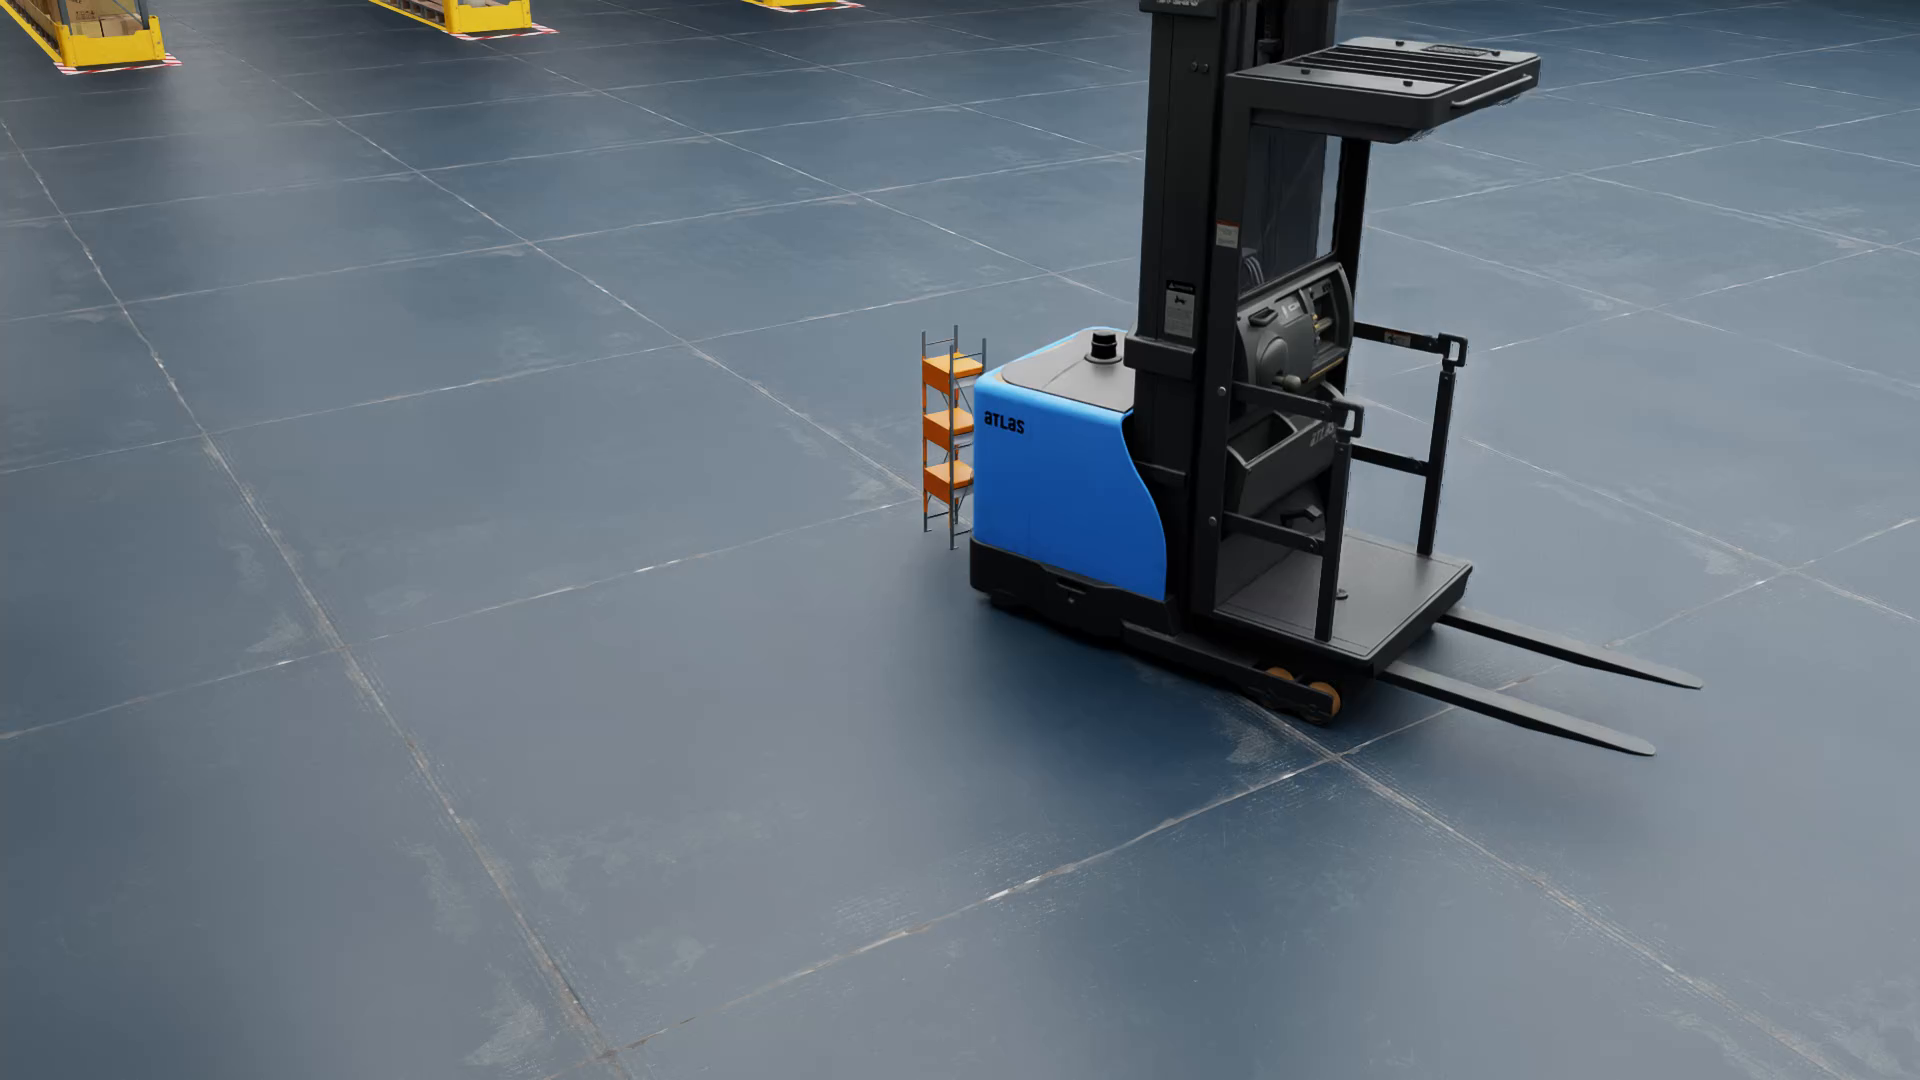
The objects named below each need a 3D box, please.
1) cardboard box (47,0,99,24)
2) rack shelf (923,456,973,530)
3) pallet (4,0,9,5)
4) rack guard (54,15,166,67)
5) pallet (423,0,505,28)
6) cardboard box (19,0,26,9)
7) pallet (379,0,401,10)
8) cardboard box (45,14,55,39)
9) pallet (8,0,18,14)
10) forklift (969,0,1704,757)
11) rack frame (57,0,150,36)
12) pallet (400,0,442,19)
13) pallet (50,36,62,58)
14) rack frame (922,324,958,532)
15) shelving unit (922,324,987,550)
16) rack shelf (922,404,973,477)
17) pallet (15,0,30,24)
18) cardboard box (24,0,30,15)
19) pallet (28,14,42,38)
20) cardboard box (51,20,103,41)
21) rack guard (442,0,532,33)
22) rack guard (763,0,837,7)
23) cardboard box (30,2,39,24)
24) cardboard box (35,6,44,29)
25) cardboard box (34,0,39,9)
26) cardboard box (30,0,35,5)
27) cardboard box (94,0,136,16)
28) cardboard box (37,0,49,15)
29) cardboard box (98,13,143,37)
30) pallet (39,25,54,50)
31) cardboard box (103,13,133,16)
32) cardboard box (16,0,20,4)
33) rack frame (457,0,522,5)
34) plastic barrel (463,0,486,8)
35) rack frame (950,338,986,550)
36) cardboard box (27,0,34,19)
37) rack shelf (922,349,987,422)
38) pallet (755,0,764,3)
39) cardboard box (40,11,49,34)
[{"bbox_3d":[-11.308,-6.867,21.133,0.500,0.500,0.500,-16,29,-30],"label":"cardboard box"},{"bbox_3d":[-0.029,-0.233,8.190,0.215,0.259,0.240,-16,29,-30],"label":"rack shelf"},{"bbox_3d":[-14.717,-8.756,26.550,1.003,0.211,1.213,-16,29,-30],"label":"pallet"},{"bbox_3d":[-10.753,-6.320,21.052,1.175,0.500,0.348,-16,29,-30],"label":"rack guard"},{"bbox_3d":[-7.134,-7.659,24.227,1.003,0.211,1.213,-16,29,-30],"label":"pallet"},{"bbox_3d":[-13.419,-7.917,24.236,0.500,0.250,0.500,-16,30,-30],"label":"cardboard box"},{"bbox_3d":[-8.466,-8.532,26.076,1.003,0.211,1.213,-16,29,-30],"label":"pallet"},{"bbox_3d":[-11.589,-6.704,21.667,0.500,0.250,0.500,-16,29,-30],"label":"cardboard box"},{"bbox_3d":[-14.055,-8.320,25.627,1.003,0.211,1.213,-16,29,-30],"label":"pallet"},{"bbox_3d":[1.523,-0.842,6.601,3.031,2.935,1.130,18,31,33],"label":"forklift"},{"bbox_3d":[-10.766,-7.459,20.537,1.000,3.000,0.127,-16,29,-30],"label":"rack frame"},{"bbox_3d":[-7.796,-8.095,25.150,1.003,0.211,1.213,-16,29,-30],"label":"pallet"},{"bbox_3d":[-11.219,-6.462,21.691,1.003,0.211,1.213,-16,29,-30],"label":"pallet"},{"bbox_3d":[-0.096,-0.538,8.159,0.200,1.050,0.008,-16,29,-30],"label":"rack frame"},{"bbox_3d":[-0.029,-0.494,8.066,0.215,1.050,0.252,-16,29,-30],"label":"shelving unit"},{"bbox_3d":[-0.029,-0.484,8.071,0.215,0.259,0.240,-16,29,-30],"label":"rack shelf"},{"bbox_3d":[-13.385,-7.883,24.701,1.003,0.211,1.213,-16,29,-30],"label":"pallet"},{"bbox_3d":[-12.951,-7.600,23.564,0.500,0.250,0.500,-16,29,-30],"label":"cardboard box"},{"bbox_3d":[-12.551,-7.334,23.539,1.003,0.211,1.213,-16,29,-30],"label":"pallet"},{"bbox_3d":[-11.306,-6.528,21.294,0.500,0.250,0.500,-16,29,-30],"label":"cardboard box"},{"bbox_3d":[-6.695,-7.498,23.547,1.175,0.500,0.348,-16,29,-30],"label":"rack guard"},{"bbox_3d":[-2.506,-8.663,26.015,1.175,0.500,0.348,-16,29,-30],"label":"rack guard"},{"bbox_3d":[-12.413,-7.240,22.801,0.500,0.250,0.500,-16,29,-30],"label":"cardboard box"},{"bbox_3d":[-12.135,-7.062,22.425,0.500,0.250,0.500,-16,29,-30],"label":"cardboard box"},{"bbox_3d":[-12.138,-7.400,22.263,0.500,0.500,0.500,-16,29,-30],"label":"cardboard box"},{"bbox_3d":[-12.413,-7.579,22.641,0.500,0.500,0.500,-16,29,-30],"label":"cardboard box"},{"bbox_3d":[-11.147,-7.167,21.768,0.500,0.500,0.500,-16,29,-30],"label":"cardboard box"},{"bbox_3d":[-11.866,-7.221,21.884,0.500,0.500,0.500,-16,29,-30],"label":"cardboard box"},{"bbox_3d":[-10.872,-6.649,21.550,0.500,0.250,0.500,-16,29,-30],"label":"cardboard box"},{"bbox_3d":[-11.881,-6.898,22.614,1.003,0.211,1.213,-16,29,-30],"label":"pallet"},{"bbox_3d":[-11.149,-6.827,21.927,0.500,0.250,0.500,-16,29,-30],"label":"cardboard box"},{"bbox_3d":[-13.694,-8.098,24.620,0.500,0.250,0.500,-16,30,-30],"label":"cardboard box"},{"bbox_3d":[-6.614,-8.612,22.979,1.000,3.000,0.127,-16,29,-30],"label":"rack frame"},{"bbox_3d":[-7.037,-7.894,23.881,0.421,0.512,0.421,0,25,0],"label":"plastic barrel"},{"bbox_3d":[0.037,-0.450,7.974,0.200,1.050,0.008,-16,29,-30],"label":"rack frame"},{"bbox_3d":[-12.682,-7.420,23.182,0.500,0.250,0.500,-16,29,-30],"label":"cardboard box"},{"bbox_3d":[-0.029,-0.741,7.950,0.215,0.259,0.240,-16,29,-30],"label":"rack shelf"},{"bbox_3d":[-2.919,-8.831,26.710,1.003,0.211,1.213,-16,29,-30],"label":"pallet"},{"bbox_3d":[-11.864,-6.883,22.045,0.500,0.250,0.500,-16,29,-30],"label":"cardboard box"}]
